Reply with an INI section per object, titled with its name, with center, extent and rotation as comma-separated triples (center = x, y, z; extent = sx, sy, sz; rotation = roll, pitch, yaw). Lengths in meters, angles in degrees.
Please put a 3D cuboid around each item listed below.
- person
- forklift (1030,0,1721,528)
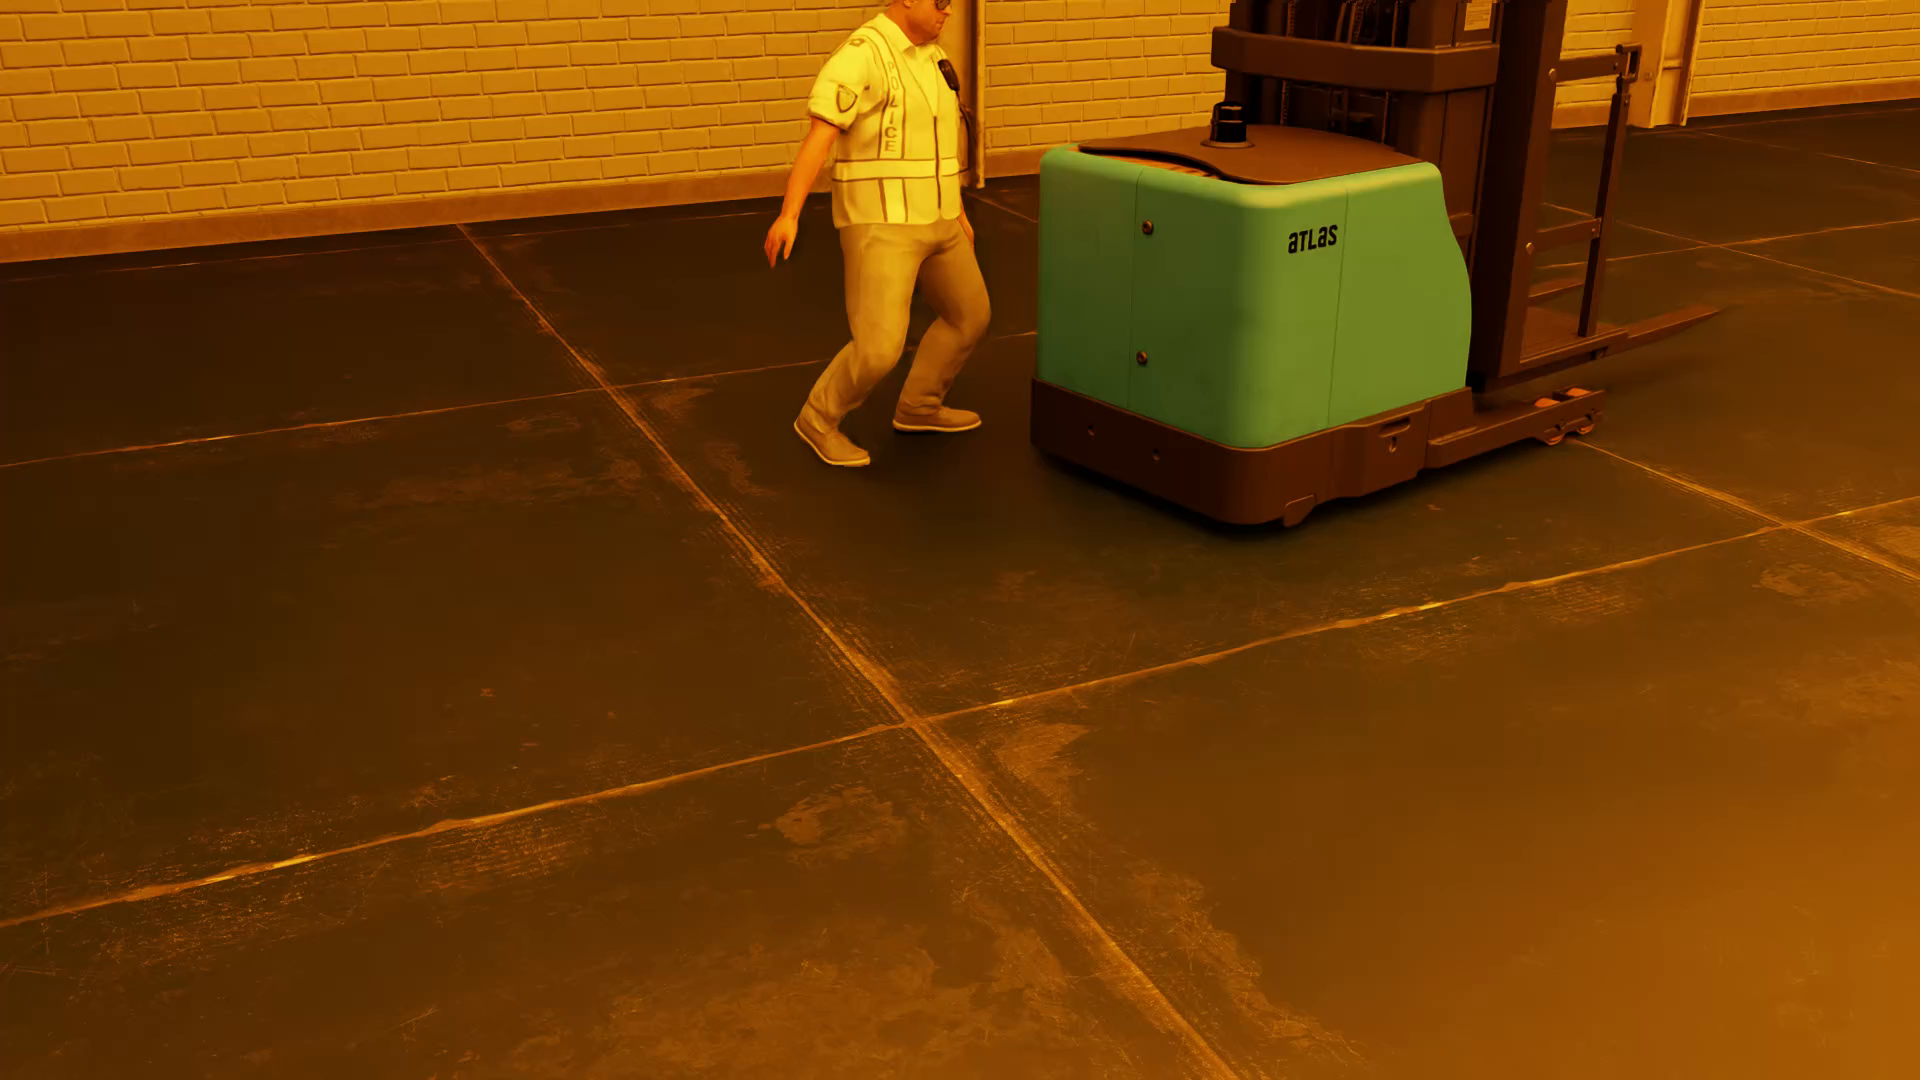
[person]
center = -21258.765, -17365.768, 41804.781
extent = 91009.202, 2.662, 41473.164
rotation = 18, 29, 37
[forklift]
center = 1.714, -1.833, 5.698
extent = 3.031, 2.935, 1.130
rotation = -17, 28, -35
